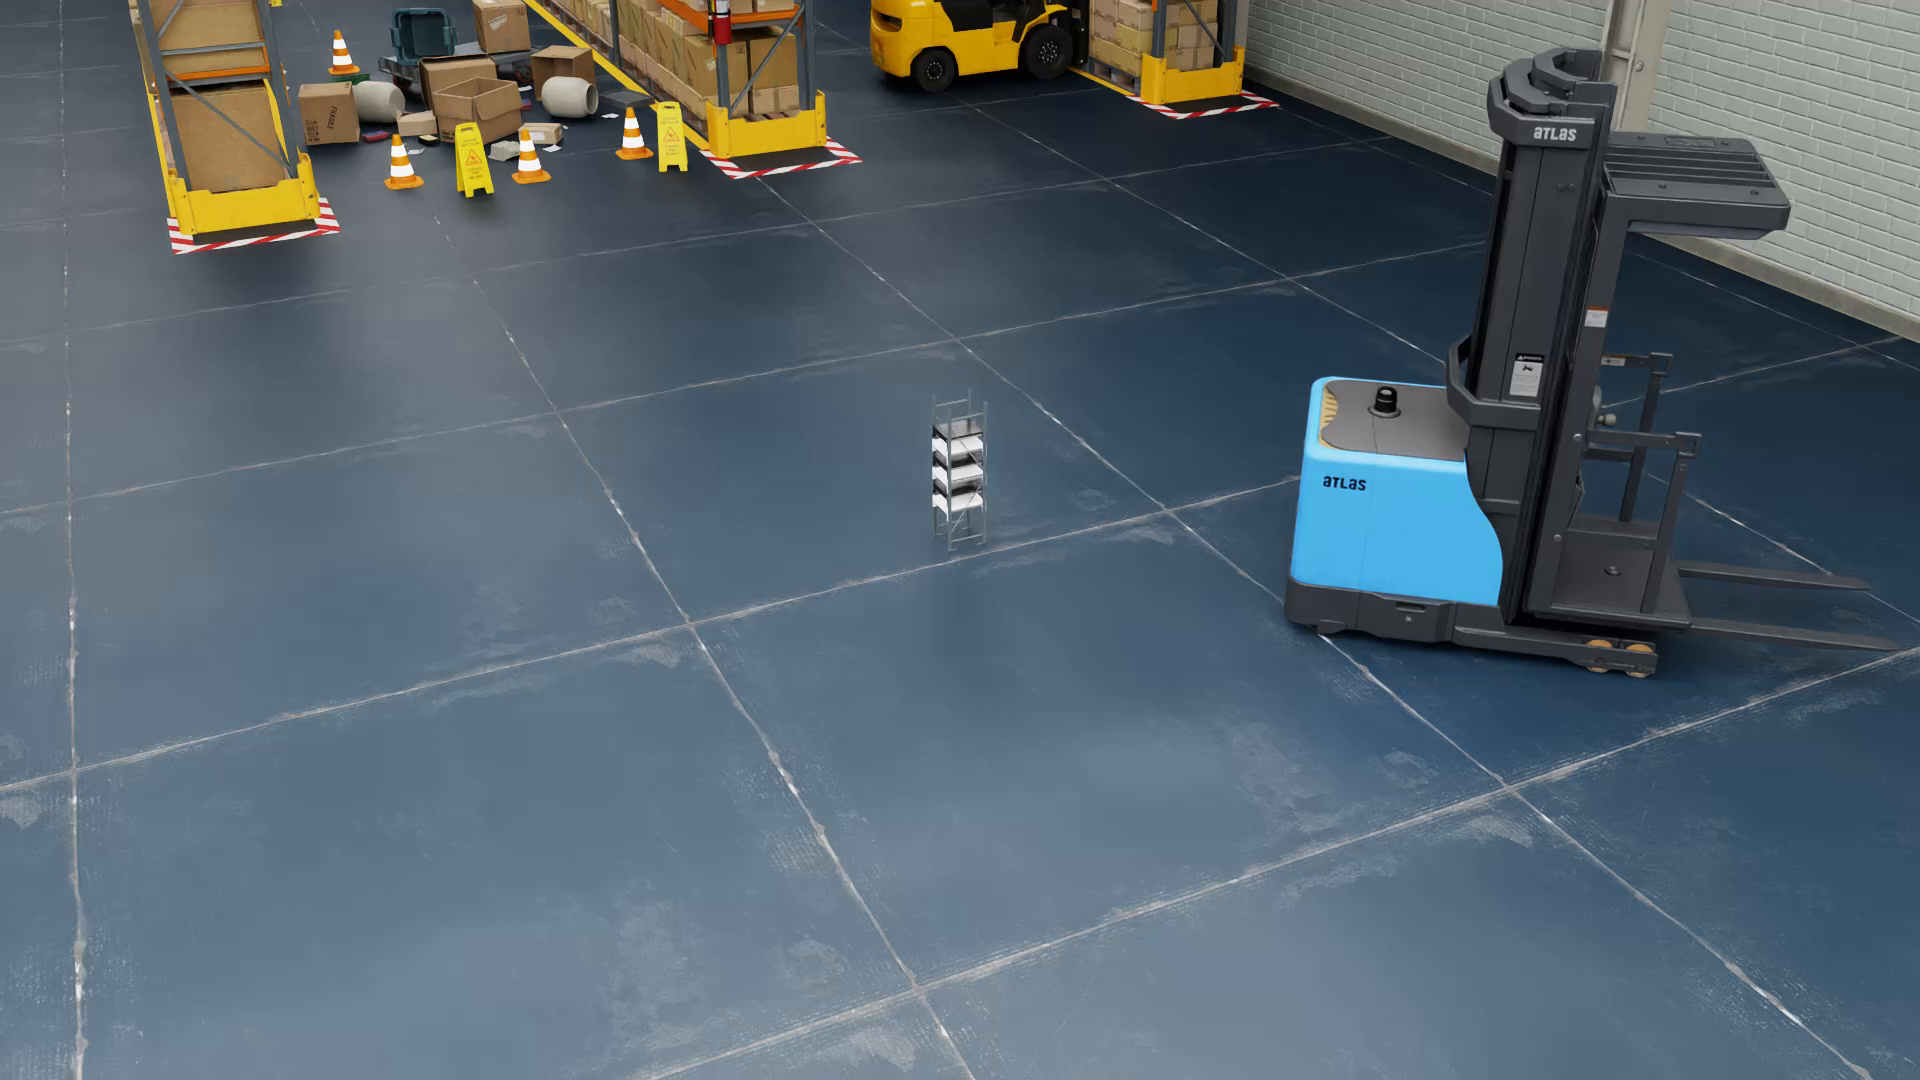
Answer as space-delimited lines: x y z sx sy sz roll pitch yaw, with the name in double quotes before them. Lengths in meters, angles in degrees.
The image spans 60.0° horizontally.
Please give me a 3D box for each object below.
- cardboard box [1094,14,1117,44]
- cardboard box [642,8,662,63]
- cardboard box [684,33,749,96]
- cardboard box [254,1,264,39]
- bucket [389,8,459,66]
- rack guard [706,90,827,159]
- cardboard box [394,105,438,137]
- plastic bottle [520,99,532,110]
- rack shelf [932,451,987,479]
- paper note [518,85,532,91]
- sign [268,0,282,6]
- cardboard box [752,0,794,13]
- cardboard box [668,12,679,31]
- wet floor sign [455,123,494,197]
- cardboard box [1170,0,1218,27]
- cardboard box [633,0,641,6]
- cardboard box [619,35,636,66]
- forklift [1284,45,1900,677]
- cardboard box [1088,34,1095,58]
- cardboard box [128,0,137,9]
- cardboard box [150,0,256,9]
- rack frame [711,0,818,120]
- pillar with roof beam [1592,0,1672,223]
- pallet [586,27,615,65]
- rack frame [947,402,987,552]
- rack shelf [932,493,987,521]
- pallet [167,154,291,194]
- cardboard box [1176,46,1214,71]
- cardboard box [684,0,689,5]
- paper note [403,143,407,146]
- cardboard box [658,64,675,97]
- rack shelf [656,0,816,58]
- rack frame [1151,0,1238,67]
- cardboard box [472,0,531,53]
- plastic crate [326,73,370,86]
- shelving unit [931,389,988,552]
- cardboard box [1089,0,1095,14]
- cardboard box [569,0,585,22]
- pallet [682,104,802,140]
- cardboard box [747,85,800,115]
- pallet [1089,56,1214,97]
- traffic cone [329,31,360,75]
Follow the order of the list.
"cardboard box" 1.880 -5.866 19.016 0.500 0.250 0.500 -13 32 -22
"cardboard box" -3.151 -5.545 18.186 0.500 0.500 0.500 -11 31 -19
"cardboard box" -2.484 -4.858 16.961 0.500 0.500 0.500 -13 32 -22
"cardboard box" -6.915 -4.895 15.260 0.875 0.550 0.550 -13 32 -22
"bucket" -5.908 -5.590 18.444 0.726 0.611 0.620 -3 19 -5
"rack guard" -1.937 -4.191 16.712 1.175 0.500 0.348 -13 32 -22
"cardboard box" -5.648 -4.365 17.263 0.396 0.266 0.258 -8 30 -13
"plastic bottle" -4.762 -4.769 18.192 0.133 0.061 0.283 -8 30 -13
"rack shelf" -0.003 -0.446 9.509 0.258 0.077 0.200 -13 32 -22
"paper note" -4.935 -5.127 18.862 0.148 0.019 0.142 -13 32 -22
"sign" -5.828 -4.689 14.080 0.100 0.325 0.005 -13 32 -22
"cardboard box" -1.863 -5.331 16.448 0.380 0.149 0.250 -13 32 -22
"cardboard box" -2.807 -5.400 17.266 0.380 0.149 0.250 -13 32 -21
"wet floor sign" -4.531 -3.540 15.402 0.267 0.644 0.232 -19 35 -30
"cardboard box" 2.541 -5.963 18.677 0.500 0.250 0.500 -14 32 -23
"cardboard box" -3.391 -5.996 18.329 0.380 0.149 0.250 -12 31 -20
"cardboard box" -3.612 -5.681 19.196 0.500 0.250 0.500 -15 32 -24
"forklift" 3.307 -0.863 8.293 3.031 2.935 1.130 7 30 11
"cardboard box" 1.678 -5.861 19.517 0.500 0.250 0.500 -13 32 -21
"cardboard box" -8.808 -5.815 18.923 1.050 0.750 0.750 -13 32 -22
"cardboard box" -6.456 -4.872 14.114 0.875 0.550 0.550 -13 32 -22
"rack frame" -1.905 -5.247 16.041 1.000 3.000 0.127 -13 32 -22
"pillar with roof beam" 1.780 -5.850 10.983 9.100 9.000 0.400 -13 32 -22
"pallet" -3.957 -6.142 20.487 1.003 0.211 1.213 -13 32 -22
"rack frame" 0.040 -0.351 9.456 0.240 0.900 0.006 -13 32 -22
"rack shelf" -0.003 -0.210 9.641 0.258 0.077 0.200 -13 32 -22
"pallet" -6.746 -3.284 15.391 1.003 0.211 1.213 -13 32 -22
"cardboard box" 2.543 -5.533 18.933 0.500 0.250 0.500 -13 32 -22
"cardboard box" -2.558 -5.465 16.685 0.380 0.149 0.250 -14 32 -23
"paper note" -5.659 -4.013 16.896 0.032 0.001 0.123 2 29 4
"cardboard box" -2.940 -4.992 17.968 0.500 0.250 0.500 -14 32 -24
"rack shelf" -2.763 -5.817 17.793 1.077 0.370 4.000 -13 32 -22
"rack frame" 2.577 -6.291 17.903 1.000 3.000 0.127 -13 32 -22
"cardboard box" -5.217 -5.867 18.928 0.500 0.500 0.500 -13 32 -22
"plastic crate" -6.791 -4.927 18.286 0.450 0.188 0.662 -7 28 9
"shelving unit" -0.003 -0.396 9.536 0.258 0.900 0.210 -13 32 -22
"cardboard box" 1.647 -6.294 19.268 0.500 0.250 0.500 -13 32 -21
"cardboard box" -4.461 -6.906 21.257 0.950 0.372 0.625 -12 31 -20
"pallet" -2.254 -4.431 17.436 1.003 0.211 1.213 -13 32 -22
"cardboard box" -2.001 -4.646 17.350 0.500 0.250 0.500 -13 32 -22
"pallet" 2.211 -5.404 19.171 1.003 0.211 1.213 -13 32 -22
"traffic cone" -7.261 -5.733 19.501 0.336 0.463 0.334 -13 32 -22
